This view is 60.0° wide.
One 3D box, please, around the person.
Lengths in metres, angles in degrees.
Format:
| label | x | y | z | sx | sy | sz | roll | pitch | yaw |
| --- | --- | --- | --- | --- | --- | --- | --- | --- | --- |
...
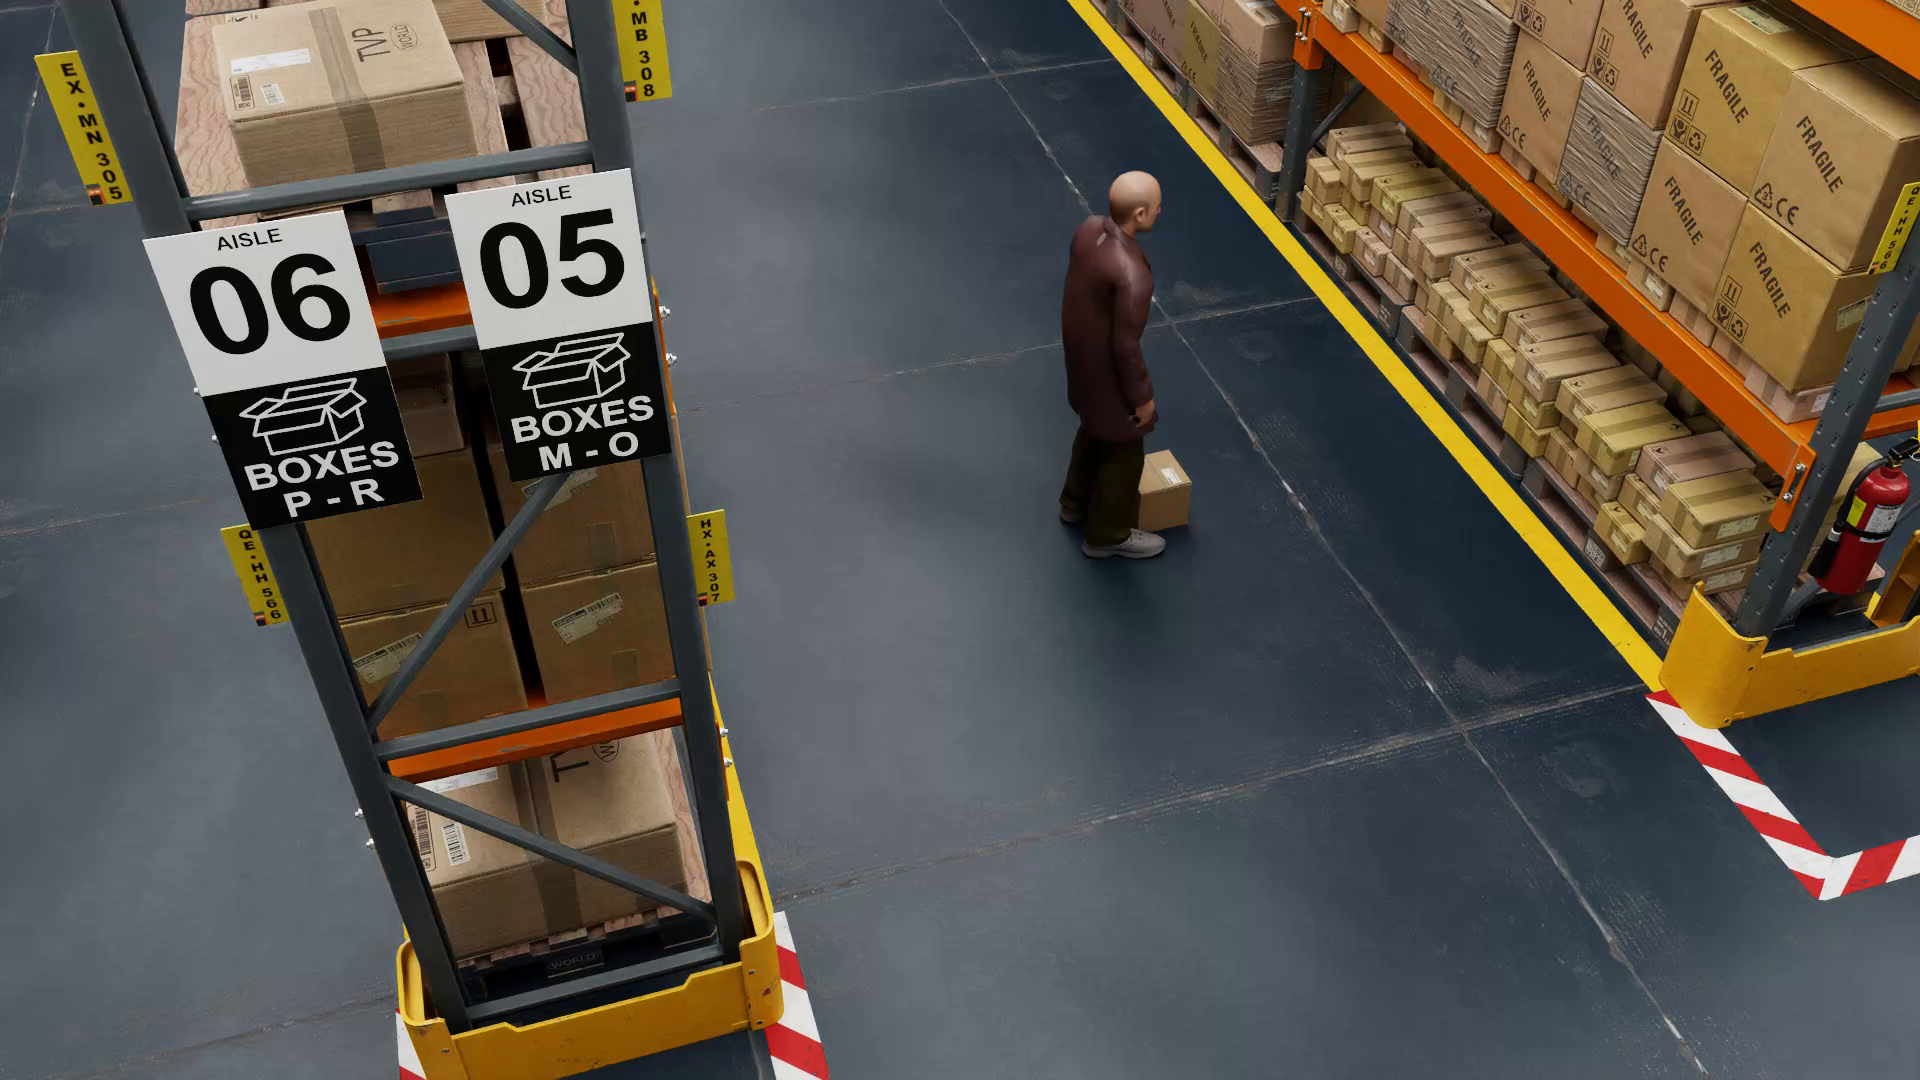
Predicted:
| label | x | y | z | sx | sy | sz | roll | pitch | yaw |
| --- | --- | --- | --- | --- | --- | --- | --- | --- | --- |
| person | 0.644 | -0.731 | 6.991 | 0.426 | 1.774 | 0.644 | -12 | 43 | -13 |
